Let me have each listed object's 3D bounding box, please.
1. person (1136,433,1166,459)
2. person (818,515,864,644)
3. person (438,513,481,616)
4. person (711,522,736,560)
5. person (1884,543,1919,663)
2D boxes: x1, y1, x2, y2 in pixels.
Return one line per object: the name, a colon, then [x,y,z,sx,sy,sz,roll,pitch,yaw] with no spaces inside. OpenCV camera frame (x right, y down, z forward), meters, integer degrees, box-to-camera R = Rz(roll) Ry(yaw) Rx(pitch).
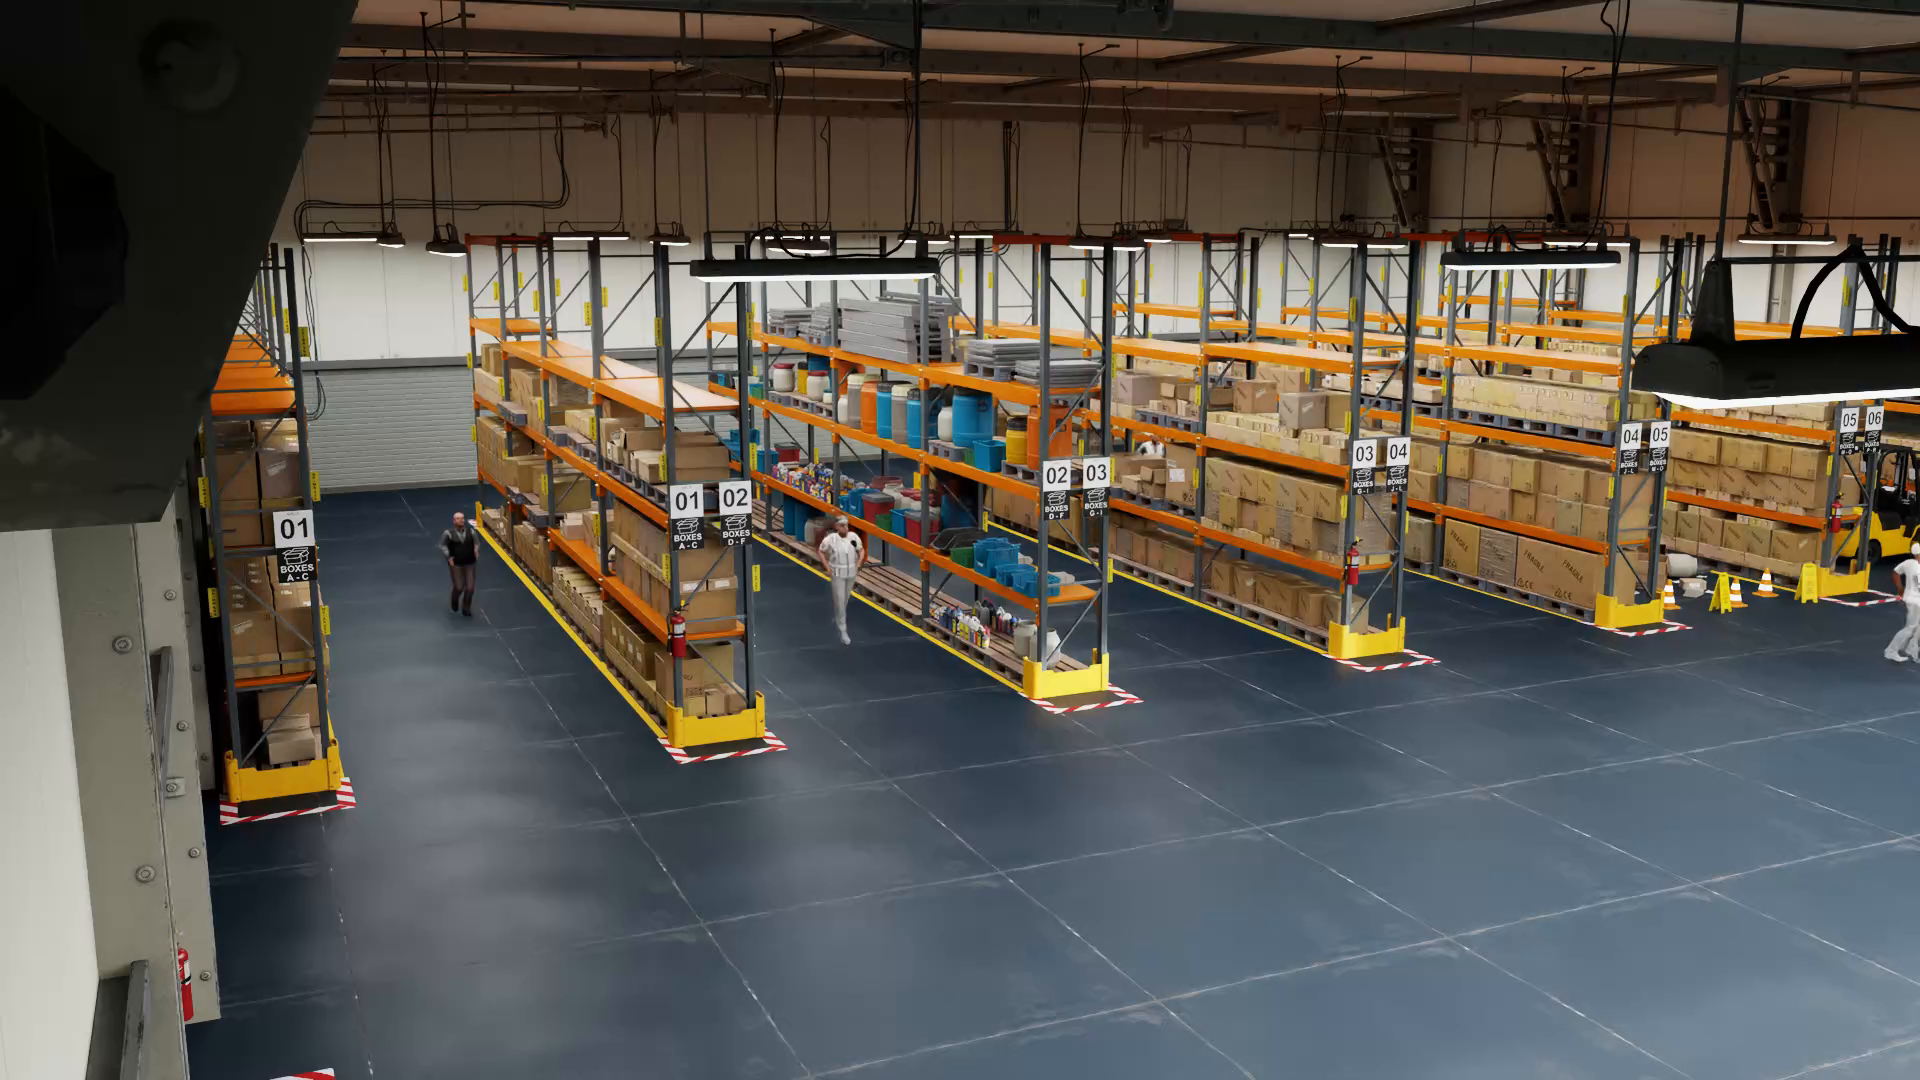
person: [4.242,-1.522,36.423,0.625,1.838,0.763,-5,12,-22]
person: [-1.713,0.529,24.307,0.675,1.869,0.730,-6,12,-27]
person: [-7.977,0.396,26.672,0.655,1.674,0.598,-7,13,-31]
person: [-4.144,-0.081,29.075,0.722,1.729,0.649,-5,12,-23]
person: [13.687,0.925,23.771,0.731,1.816,0.684,4,12,18]
